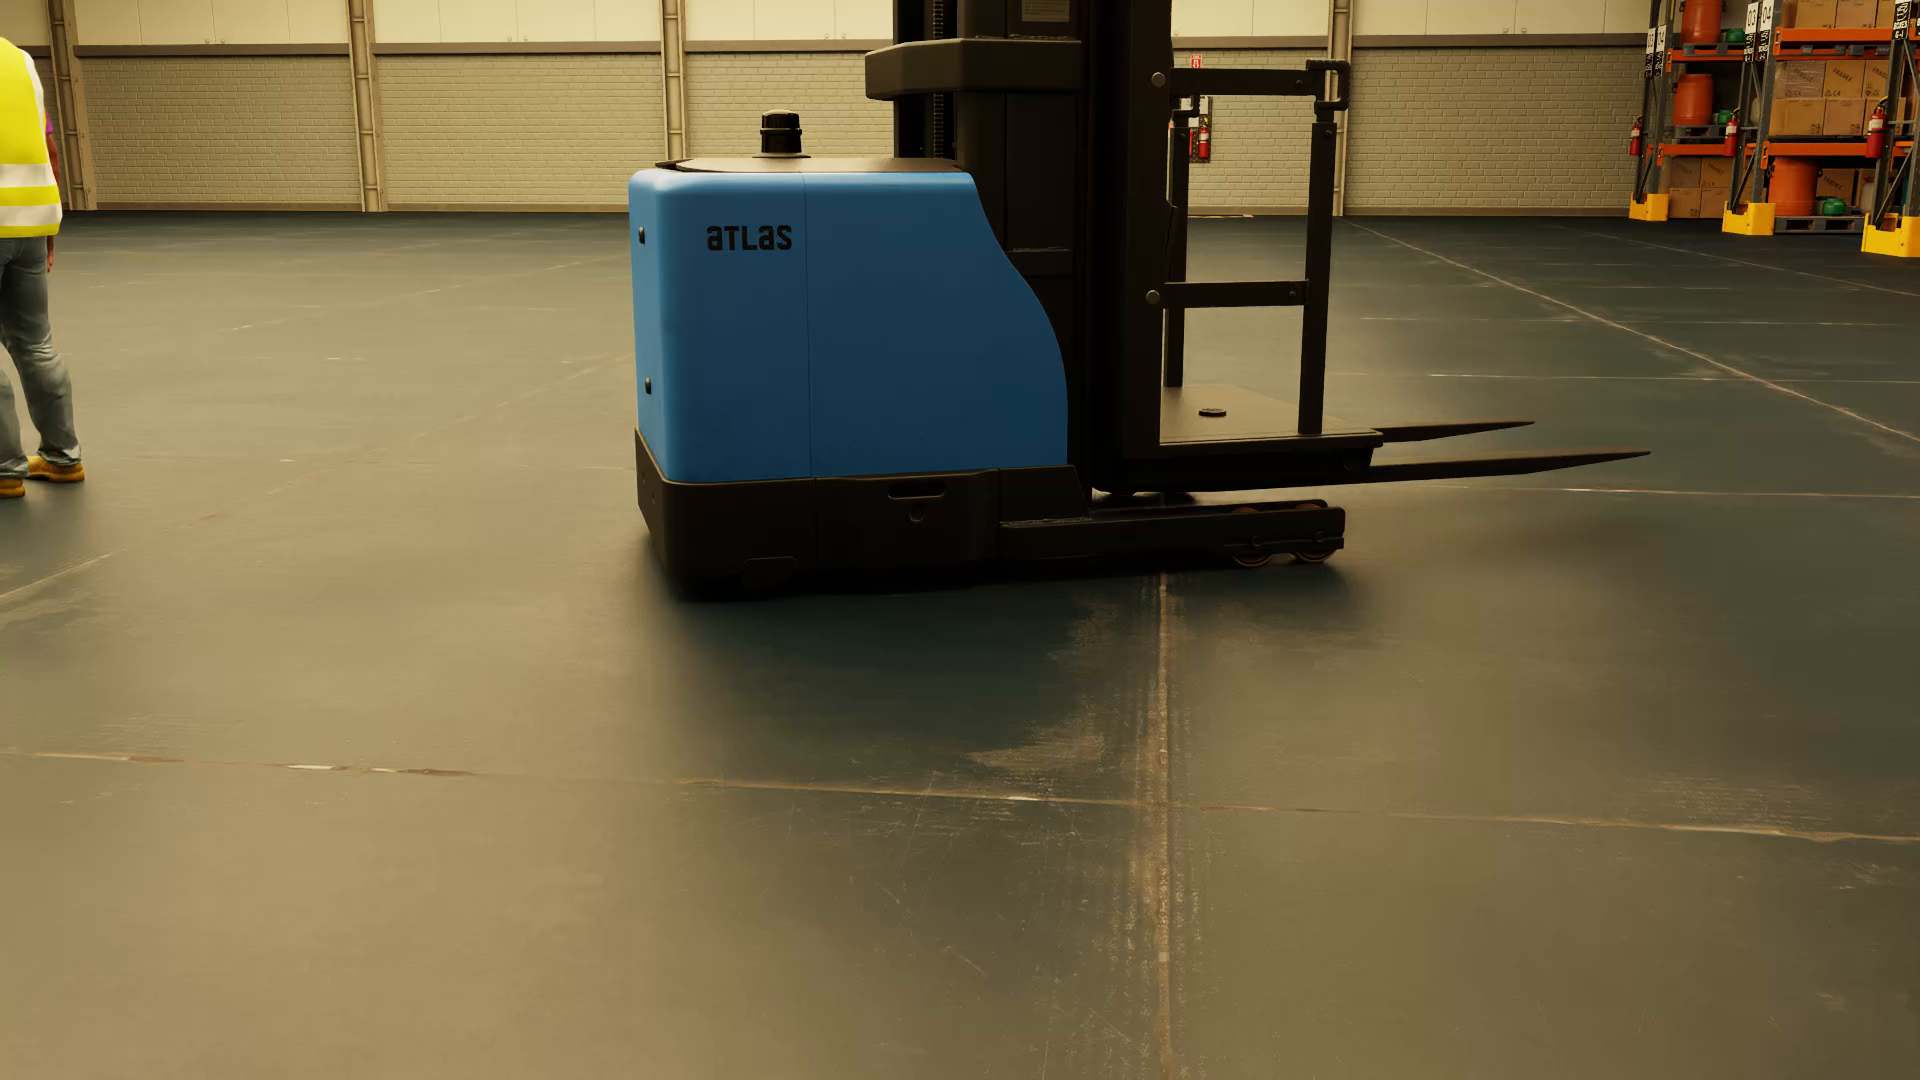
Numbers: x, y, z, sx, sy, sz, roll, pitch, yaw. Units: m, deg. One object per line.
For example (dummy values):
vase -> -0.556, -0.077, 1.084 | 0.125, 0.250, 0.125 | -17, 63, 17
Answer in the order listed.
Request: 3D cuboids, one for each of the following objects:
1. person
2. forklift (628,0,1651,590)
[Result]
person -> -3.247, -1.032, 5.502 | 0.461, 1.761, 0.627 | 3, 14, 14
forklift -> 0.587, -1.464, 4.770 | 3.031, 2.935, 1.130 | -4, 14, -15
